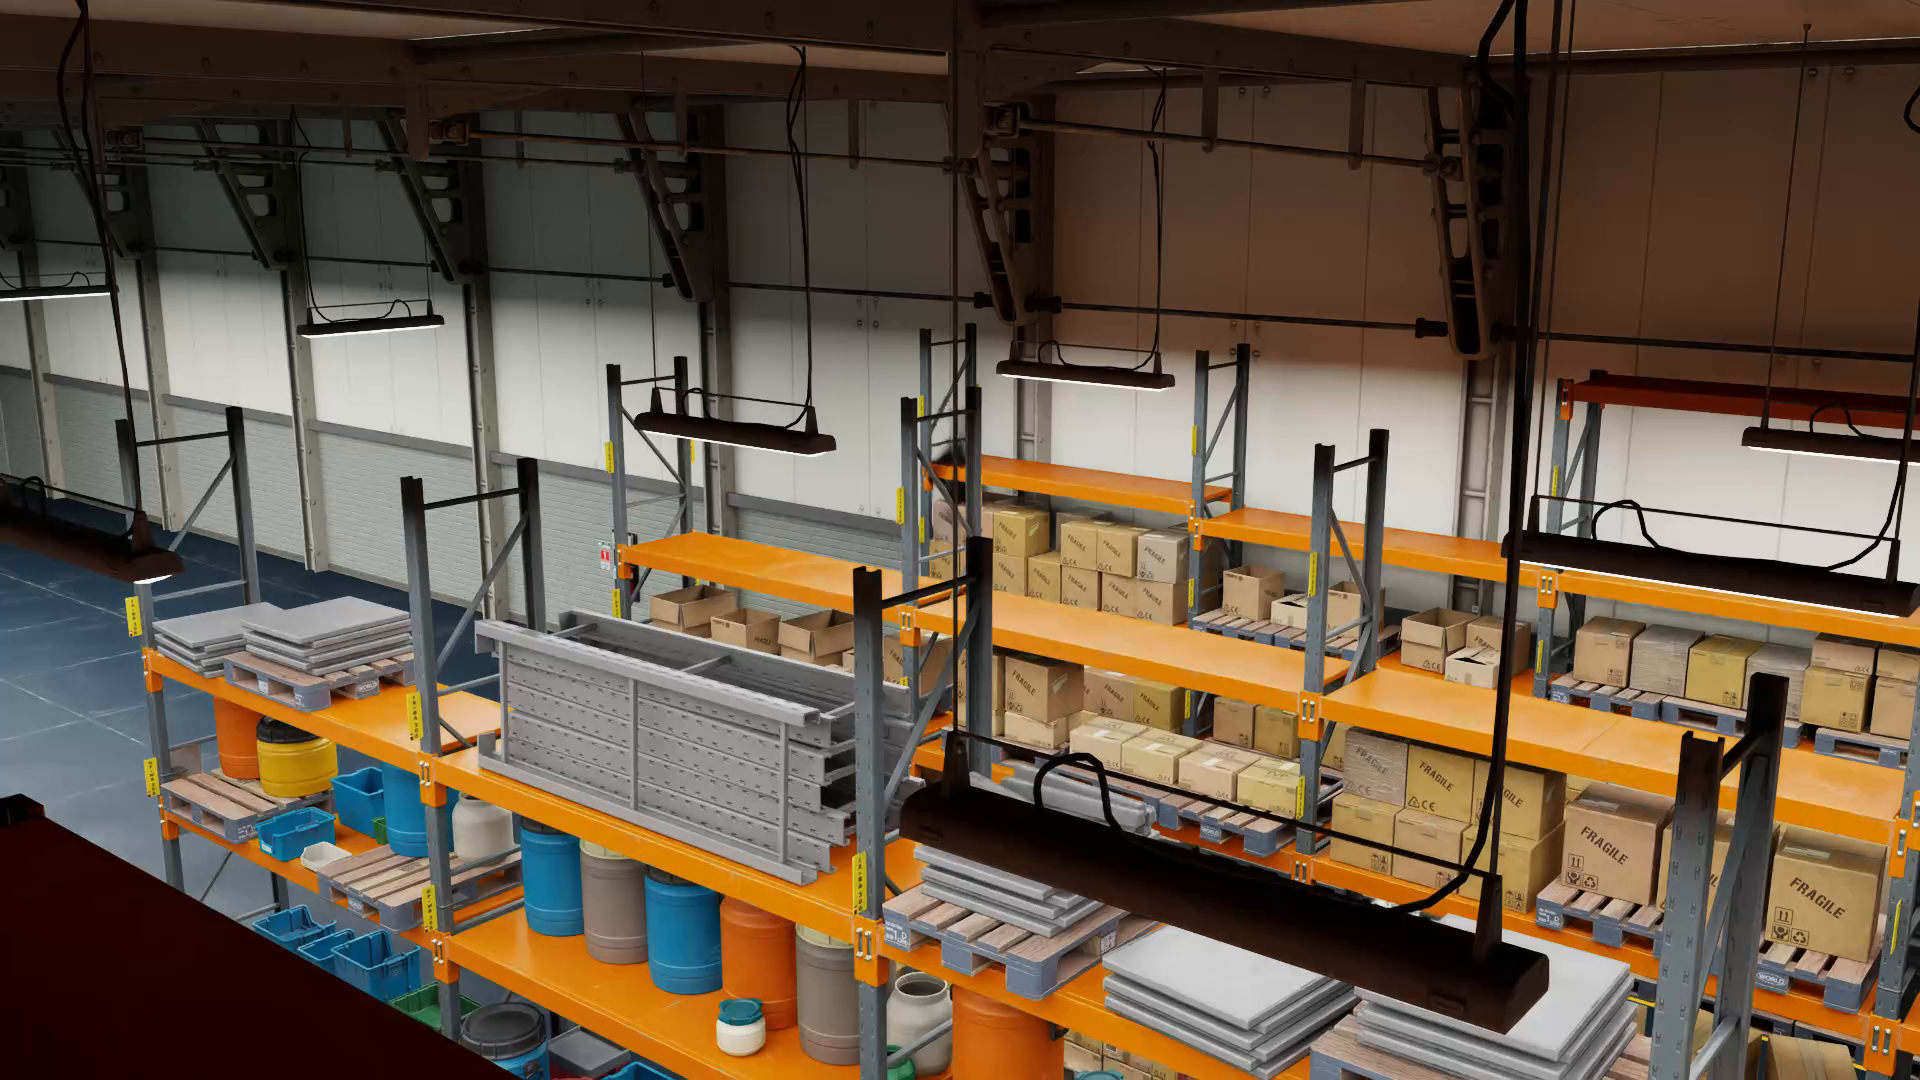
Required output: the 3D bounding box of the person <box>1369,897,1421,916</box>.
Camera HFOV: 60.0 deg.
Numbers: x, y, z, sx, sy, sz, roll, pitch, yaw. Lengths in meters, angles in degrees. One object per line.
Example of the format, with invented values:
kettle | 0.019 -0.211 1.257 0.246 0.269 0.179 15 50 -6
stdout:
person | 3.959 3.802 15.591 0.695 1.718 0.573 7 14 28
